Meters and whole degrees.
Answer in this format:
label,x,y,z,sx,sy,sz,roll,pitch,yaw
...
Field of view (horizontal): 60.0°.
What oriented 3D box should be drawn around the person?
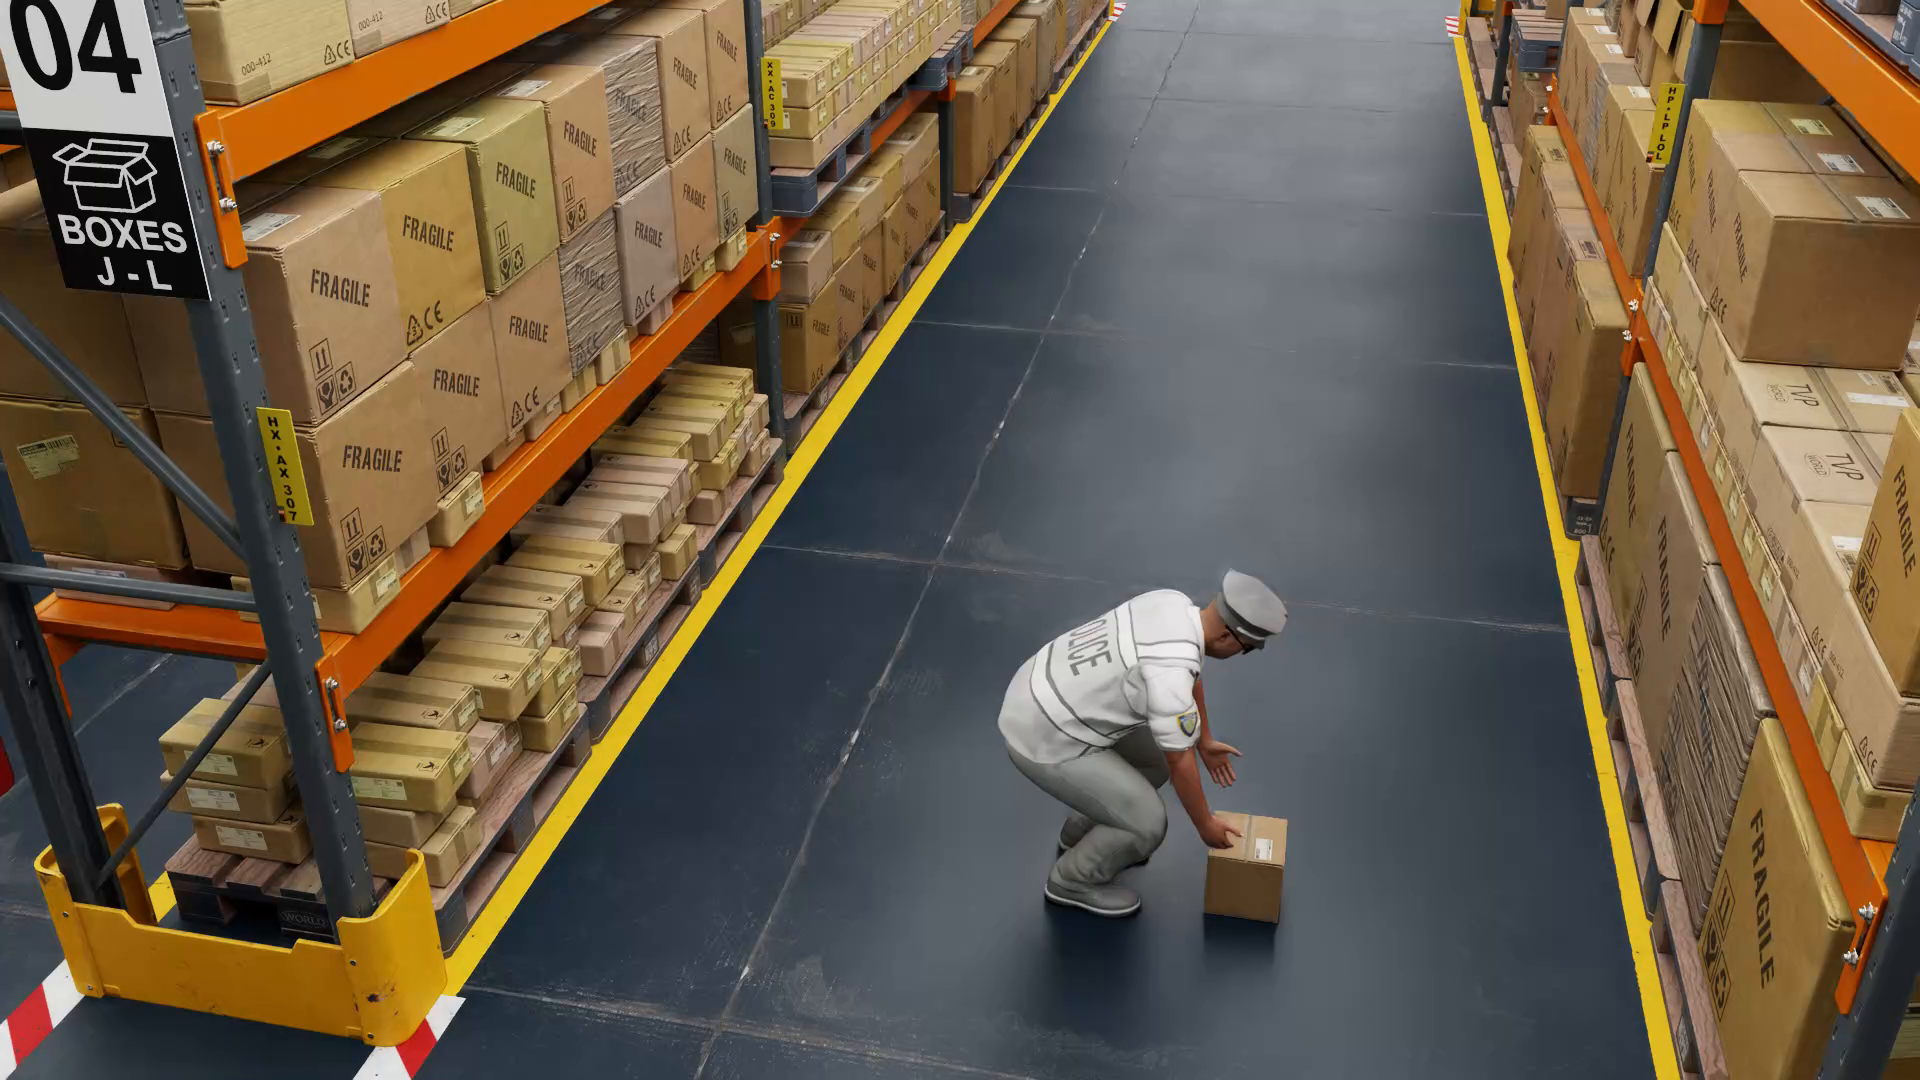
label,x,y,z,sx,sy,sz,roll,pitch,yaw
person,0.588,0.640,5.527,0.900,1.198,0.576,6,29,11
